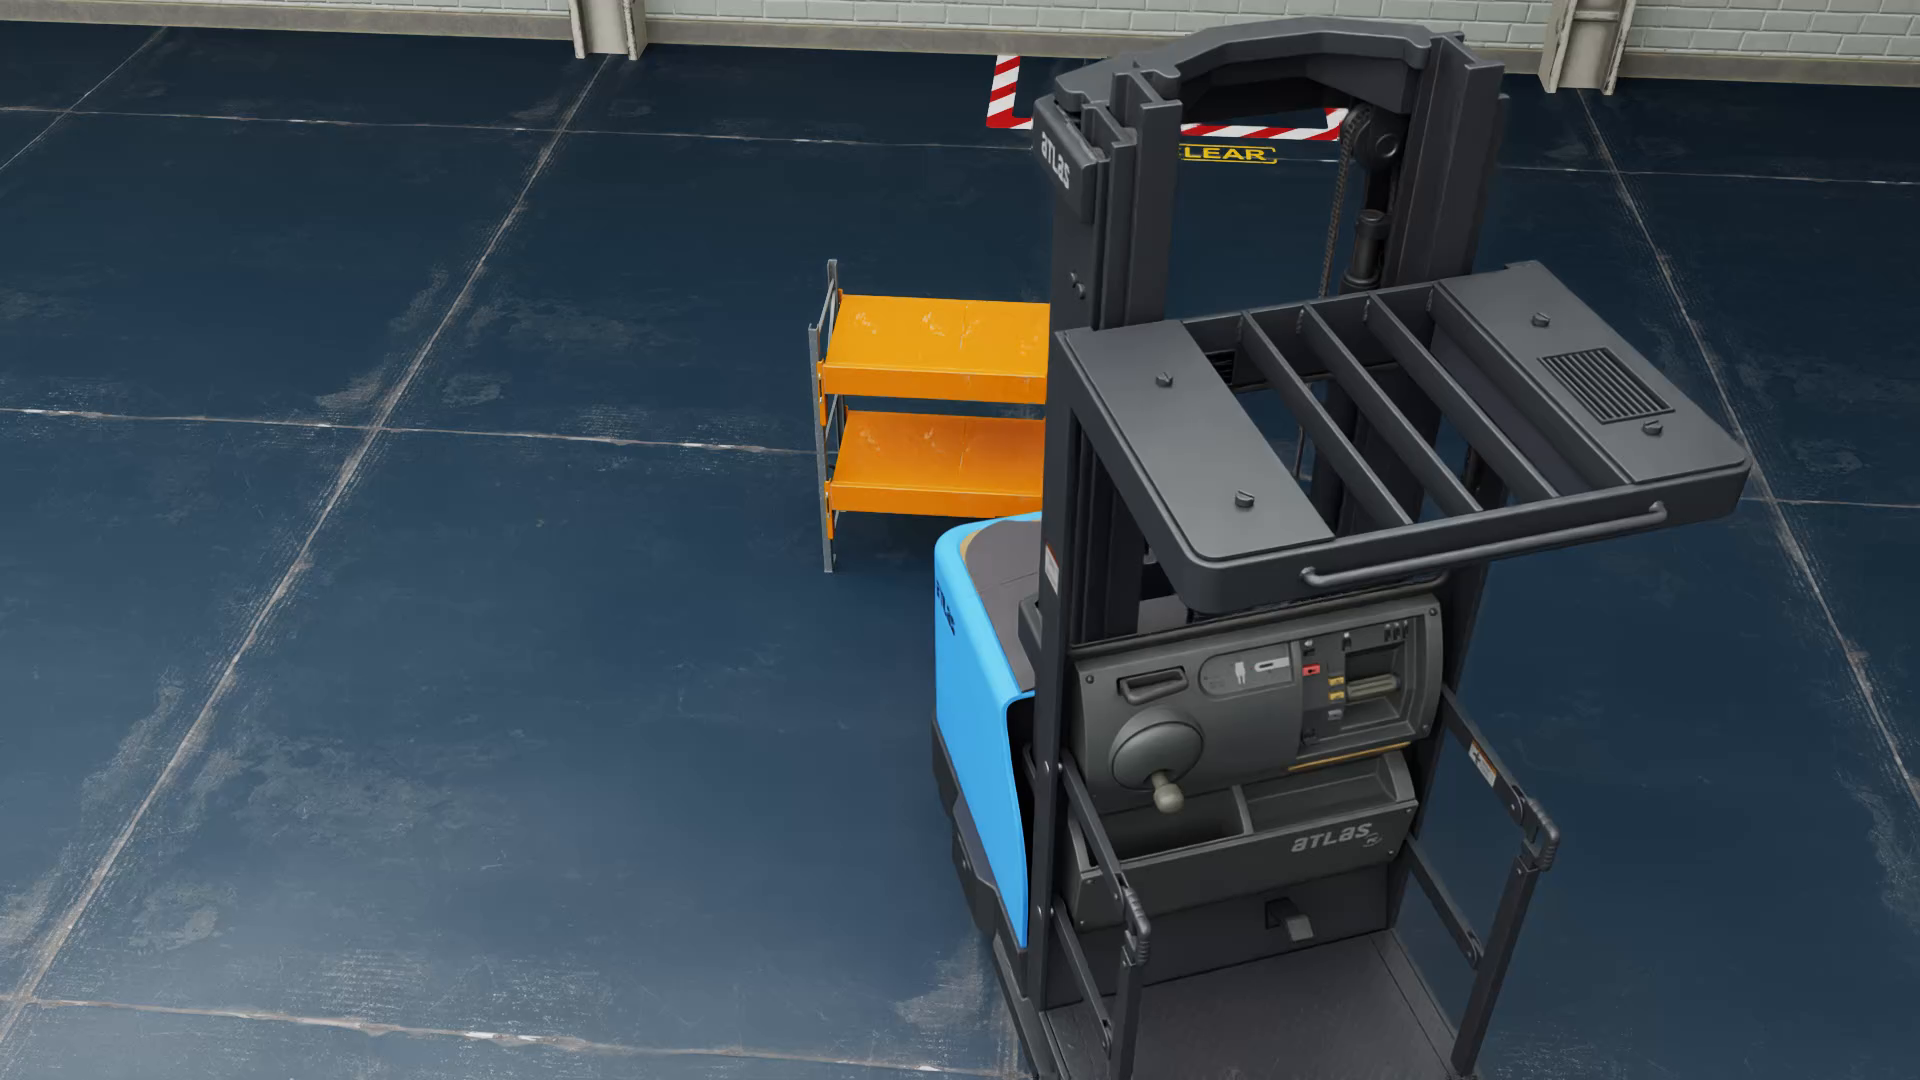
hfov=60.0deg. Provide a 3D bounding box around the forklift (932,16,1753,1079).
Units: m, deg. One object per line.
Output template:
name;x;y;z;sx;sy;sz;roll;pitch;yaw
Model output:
forklift;0.791;0.475;3.845;1.130;2.935;3.031;-10;40;-12

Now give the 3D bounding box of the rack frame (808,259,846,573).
rack frame;-0.500;-0.464;6.428;0.032;1.125;0.500;3;39;4

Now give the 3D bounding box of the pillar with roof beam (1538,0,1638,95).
pillar with roof beam;3.394;-3.581;4.021;0.400;9.000;9.100;3;39;4

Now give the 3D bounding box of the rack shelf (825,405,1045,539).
rack shelf;0.007;-0.246;6.549;1.000;0.278;0.538;3;39;4

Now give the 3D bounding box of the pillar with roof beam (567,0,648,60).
pillar with roof beam;-2.583;-3.908;4.423;0.400;9.000;9.100;3;39;4

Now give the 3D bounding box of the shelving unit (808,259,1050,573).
shelving unit;0.007;-0.436;6.394;1.048;1.125;0.538;3;39;4

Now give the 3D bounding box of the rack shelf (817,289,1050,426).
rack shelf;0.007;-0.663;6.210;1.000;0.278;0.538;3;39;4
